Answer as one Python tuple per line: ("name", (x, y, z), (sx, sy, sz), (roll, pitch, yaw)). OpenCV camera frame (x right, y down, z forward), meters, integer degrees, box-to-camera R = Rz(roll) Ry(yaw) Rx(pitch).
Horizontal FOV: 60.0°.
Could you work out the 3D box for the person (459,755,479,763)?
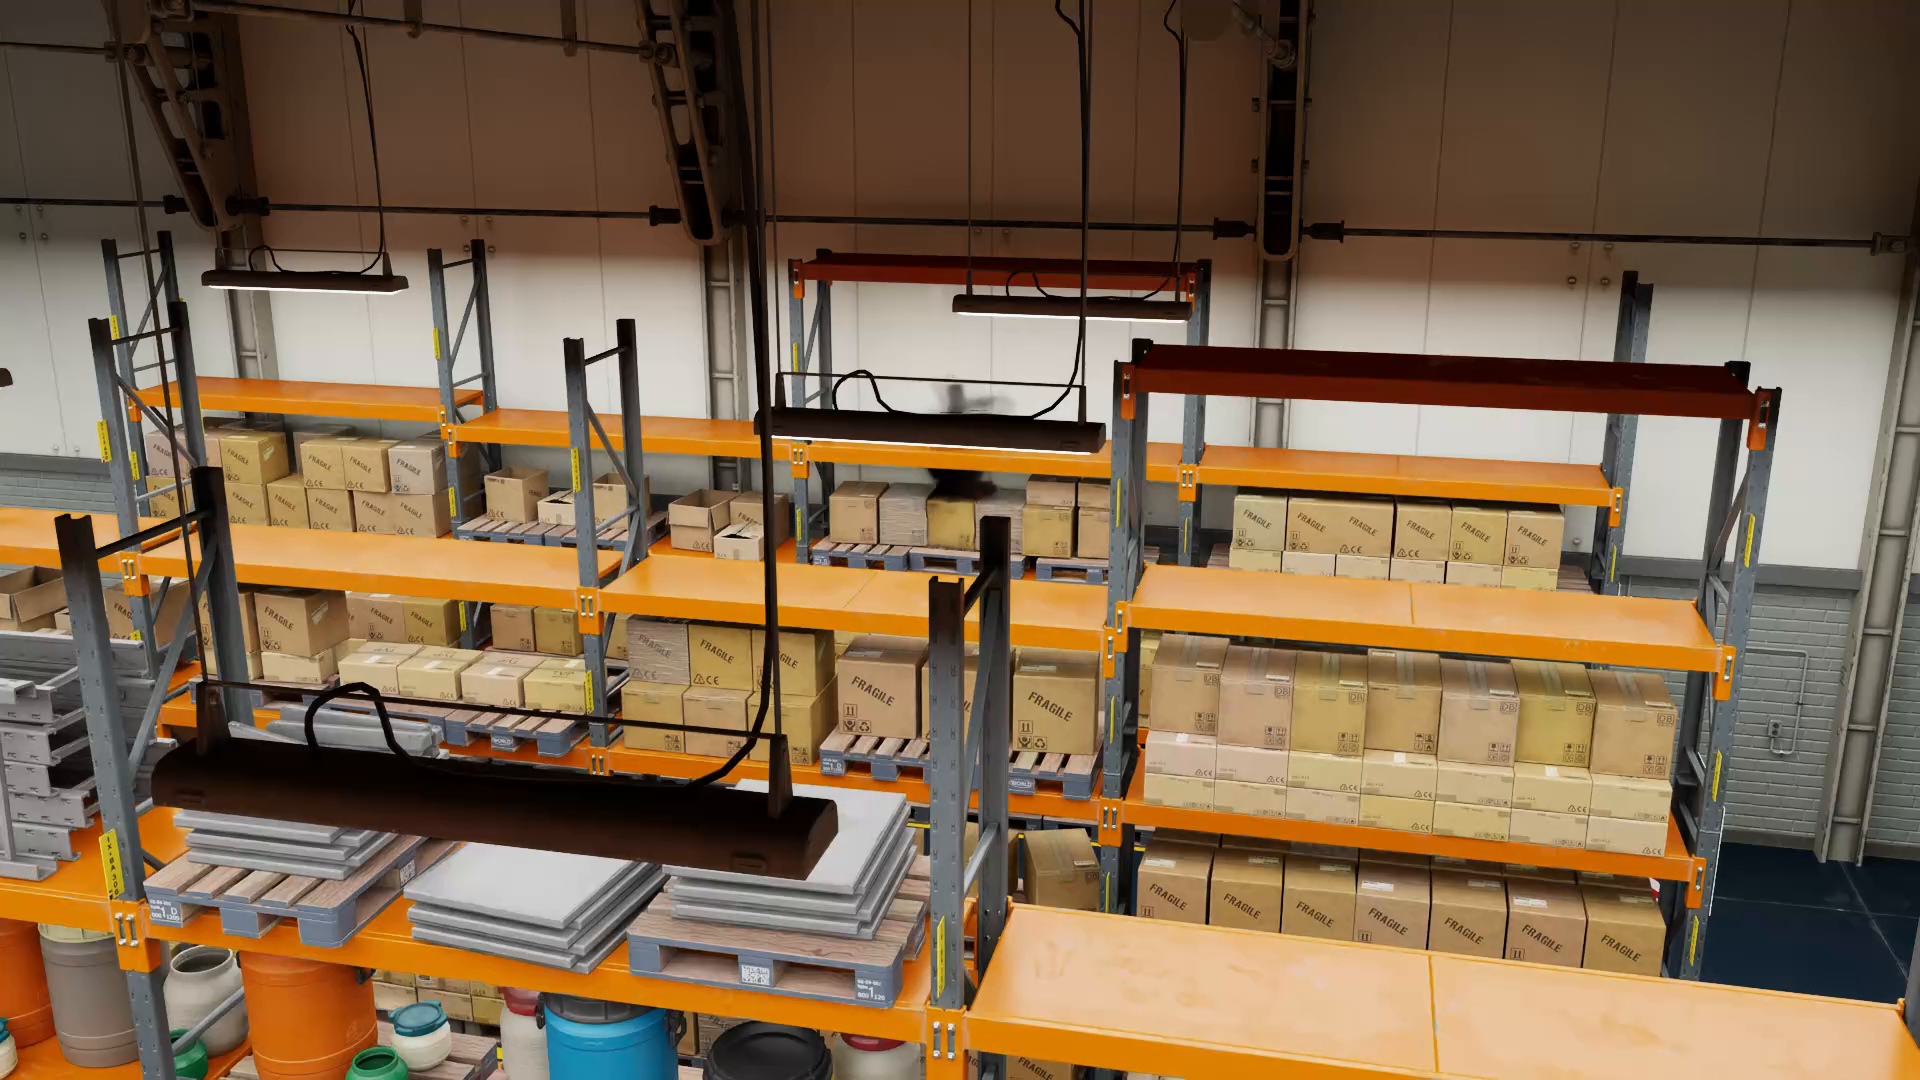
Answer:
("person", (-4.600, 2.802, 15.752), (0.870, 1.660, 0.578), (3, 16, 9))
